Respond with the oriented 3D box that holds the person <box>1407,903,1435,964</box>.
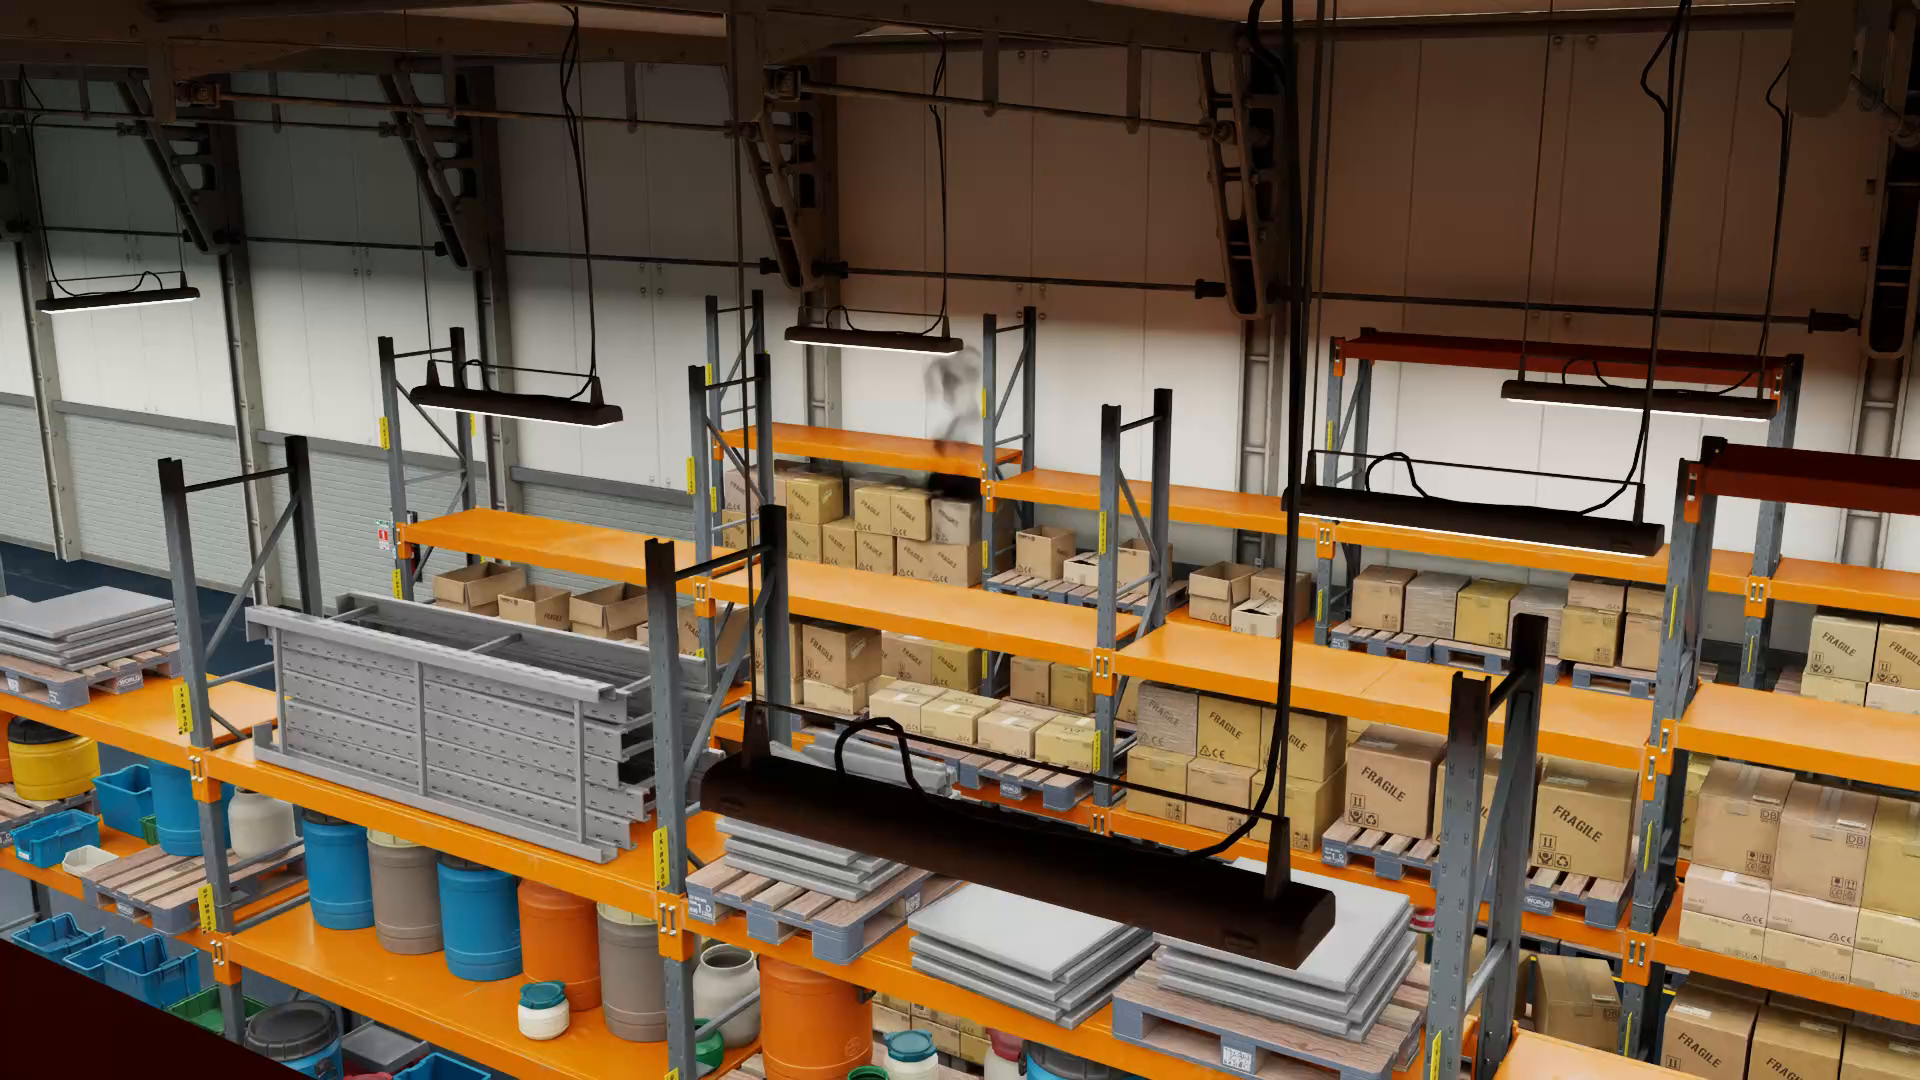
[{"bbox_3d":[1.228,2.841,9.314,3.702,5.840,13.382,9,16,32],"label":"person"}]
